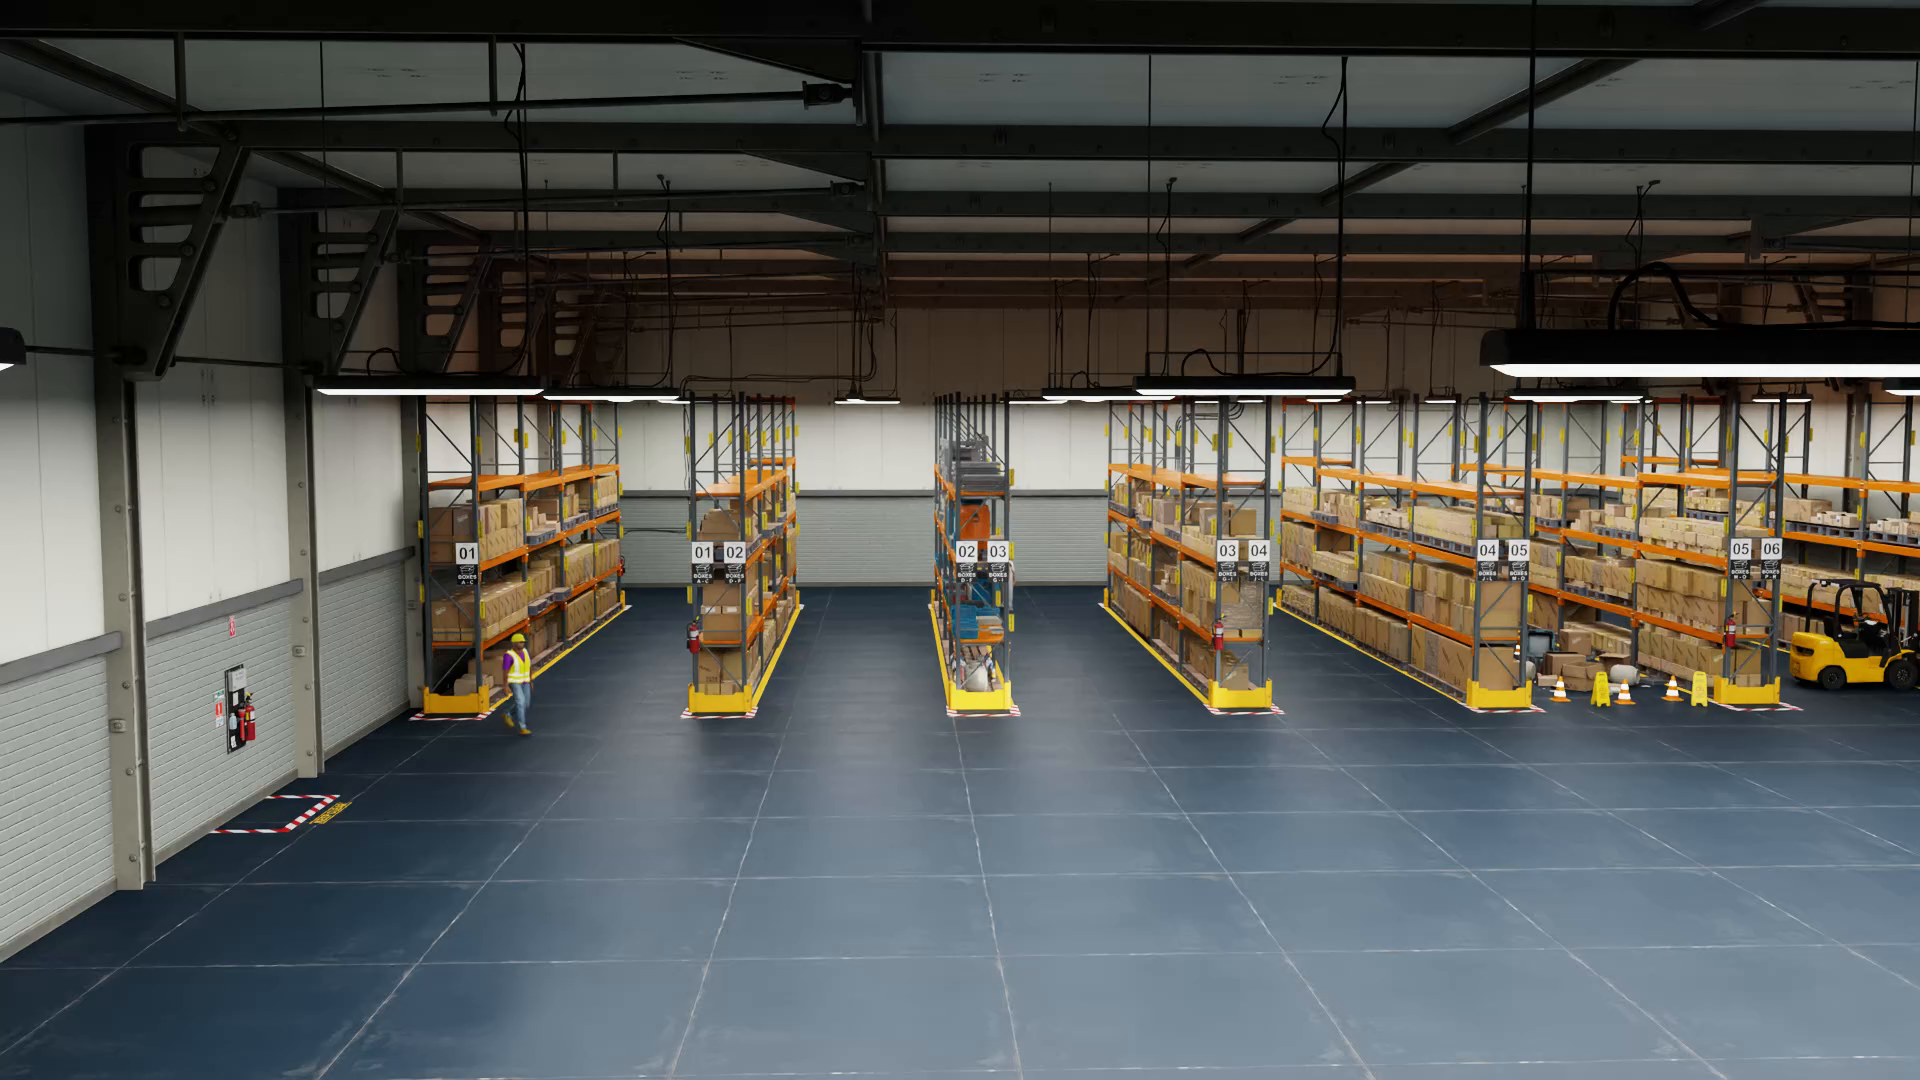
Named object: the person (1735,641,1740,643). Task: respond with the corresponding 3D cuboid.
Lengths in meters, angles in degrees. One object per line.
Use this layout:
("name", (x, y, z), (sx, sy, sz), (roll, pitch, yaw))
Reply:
("person", (16.801, 2.101, 36.139), (0.493, 1.474, 0.720), (-1, 5, -12))

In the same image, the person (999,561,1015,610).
("person", (1.301, 1.154, 46.898), (0.530, 1.601, 1.053), (0, 5, -5))

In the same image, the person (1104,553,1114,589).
("person", (4.834, 0.768, 51.925), (0.821, 1.562, 0.414), (-2, 5, -22))

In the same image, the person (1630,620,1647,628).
("person", (17.629, 1.442, 43.061), (0.457, 1.674, 0.487), (-3, 5, -30))

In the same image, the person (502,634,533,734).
("person", (-7.764, 2.507, 29.202), (0.853, 1.744, 0.634), (3, 5, 32))
